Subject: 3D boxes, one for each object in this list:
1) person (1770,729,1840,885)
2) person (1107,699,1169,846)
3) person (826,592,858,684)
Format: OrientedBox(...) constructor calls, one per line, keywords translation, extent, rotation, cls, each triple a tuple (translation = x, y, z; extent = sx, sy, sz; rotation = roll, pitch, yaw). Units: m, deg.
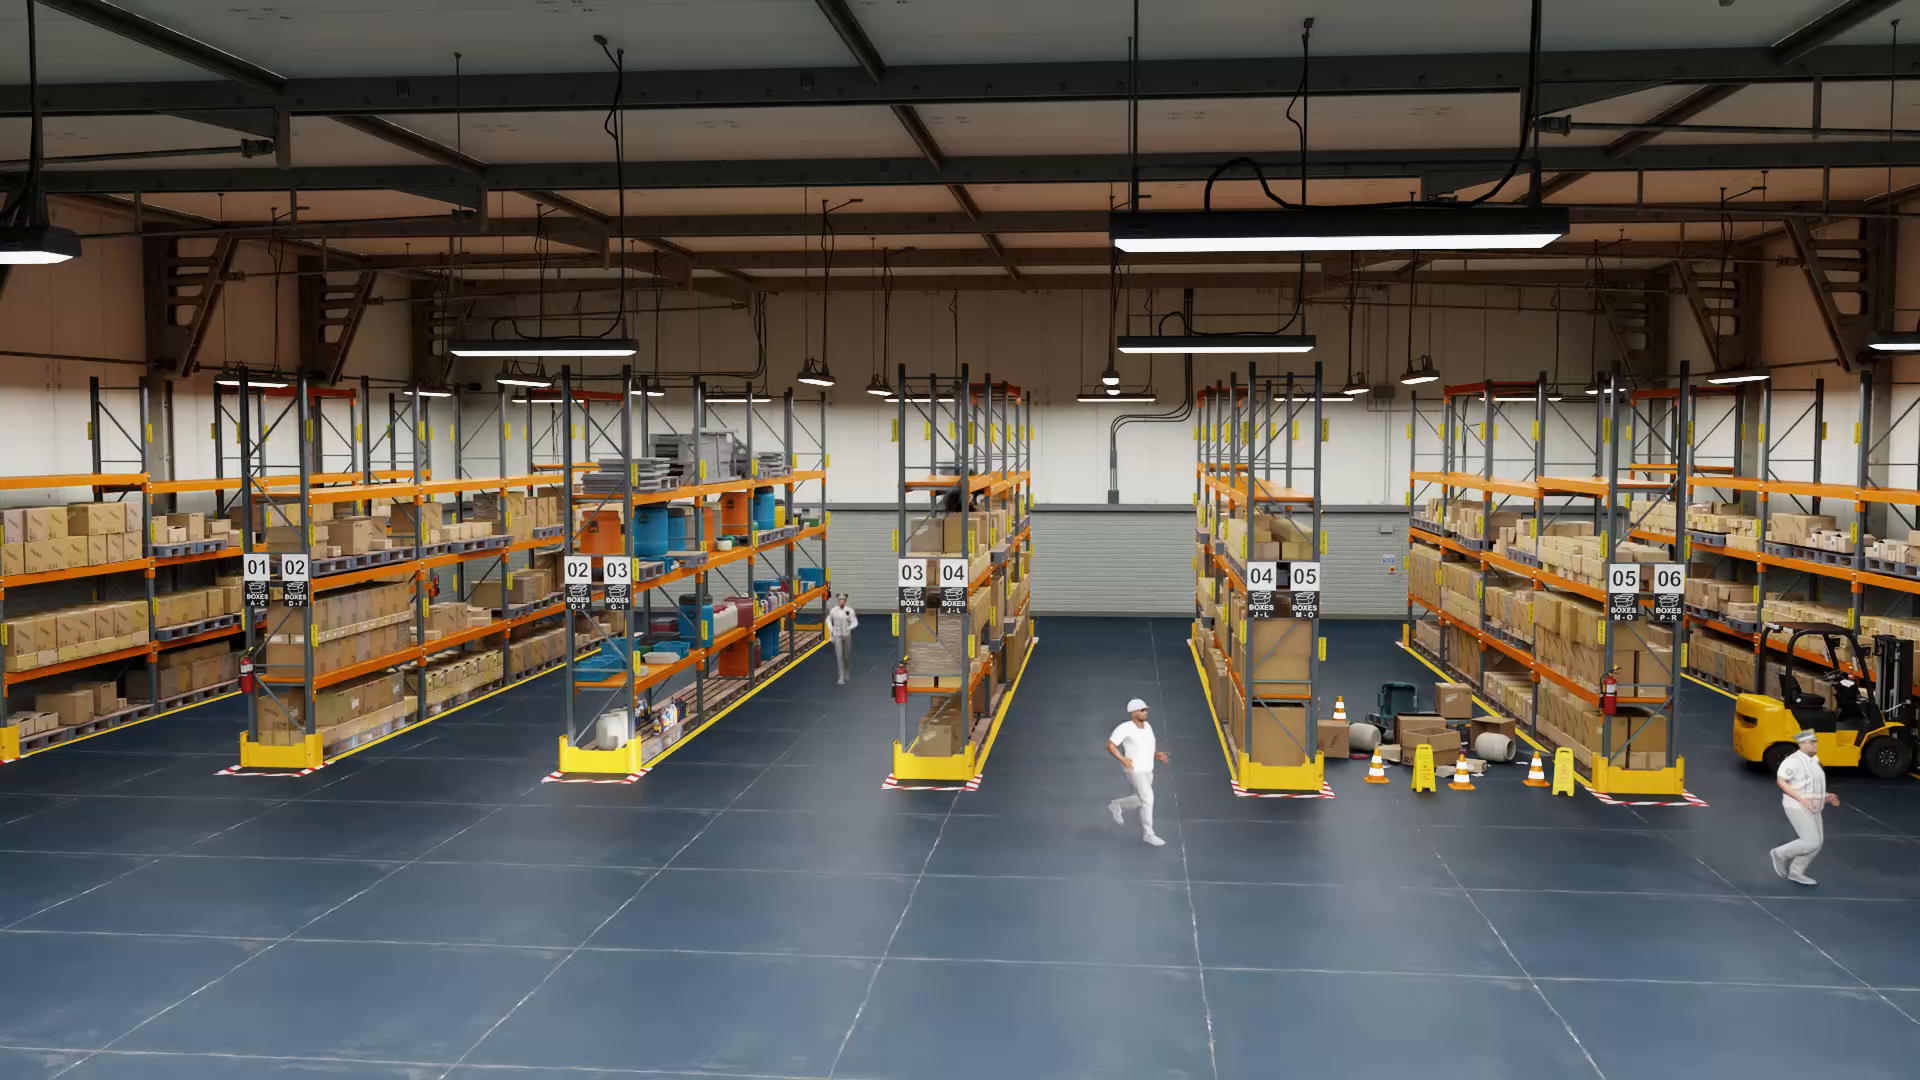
OrientedBox(translation=(9.369, 2.947, 18.446), extent=(0.641, 1.736, 0.596), rotation=(-3, 5, -36), cls="person")
OrientedBox(translation=(2.157, 2.827, 20.440), extent=(0.872, 1.761, 0.700), rotation=(3, 5, 40), cls="person")
OrientedBox(translation=(-2.244, 1.843, 31.597), extent=(0.620, 1.715, 0.725), rotation=(0, 4, -1), cls="person")
